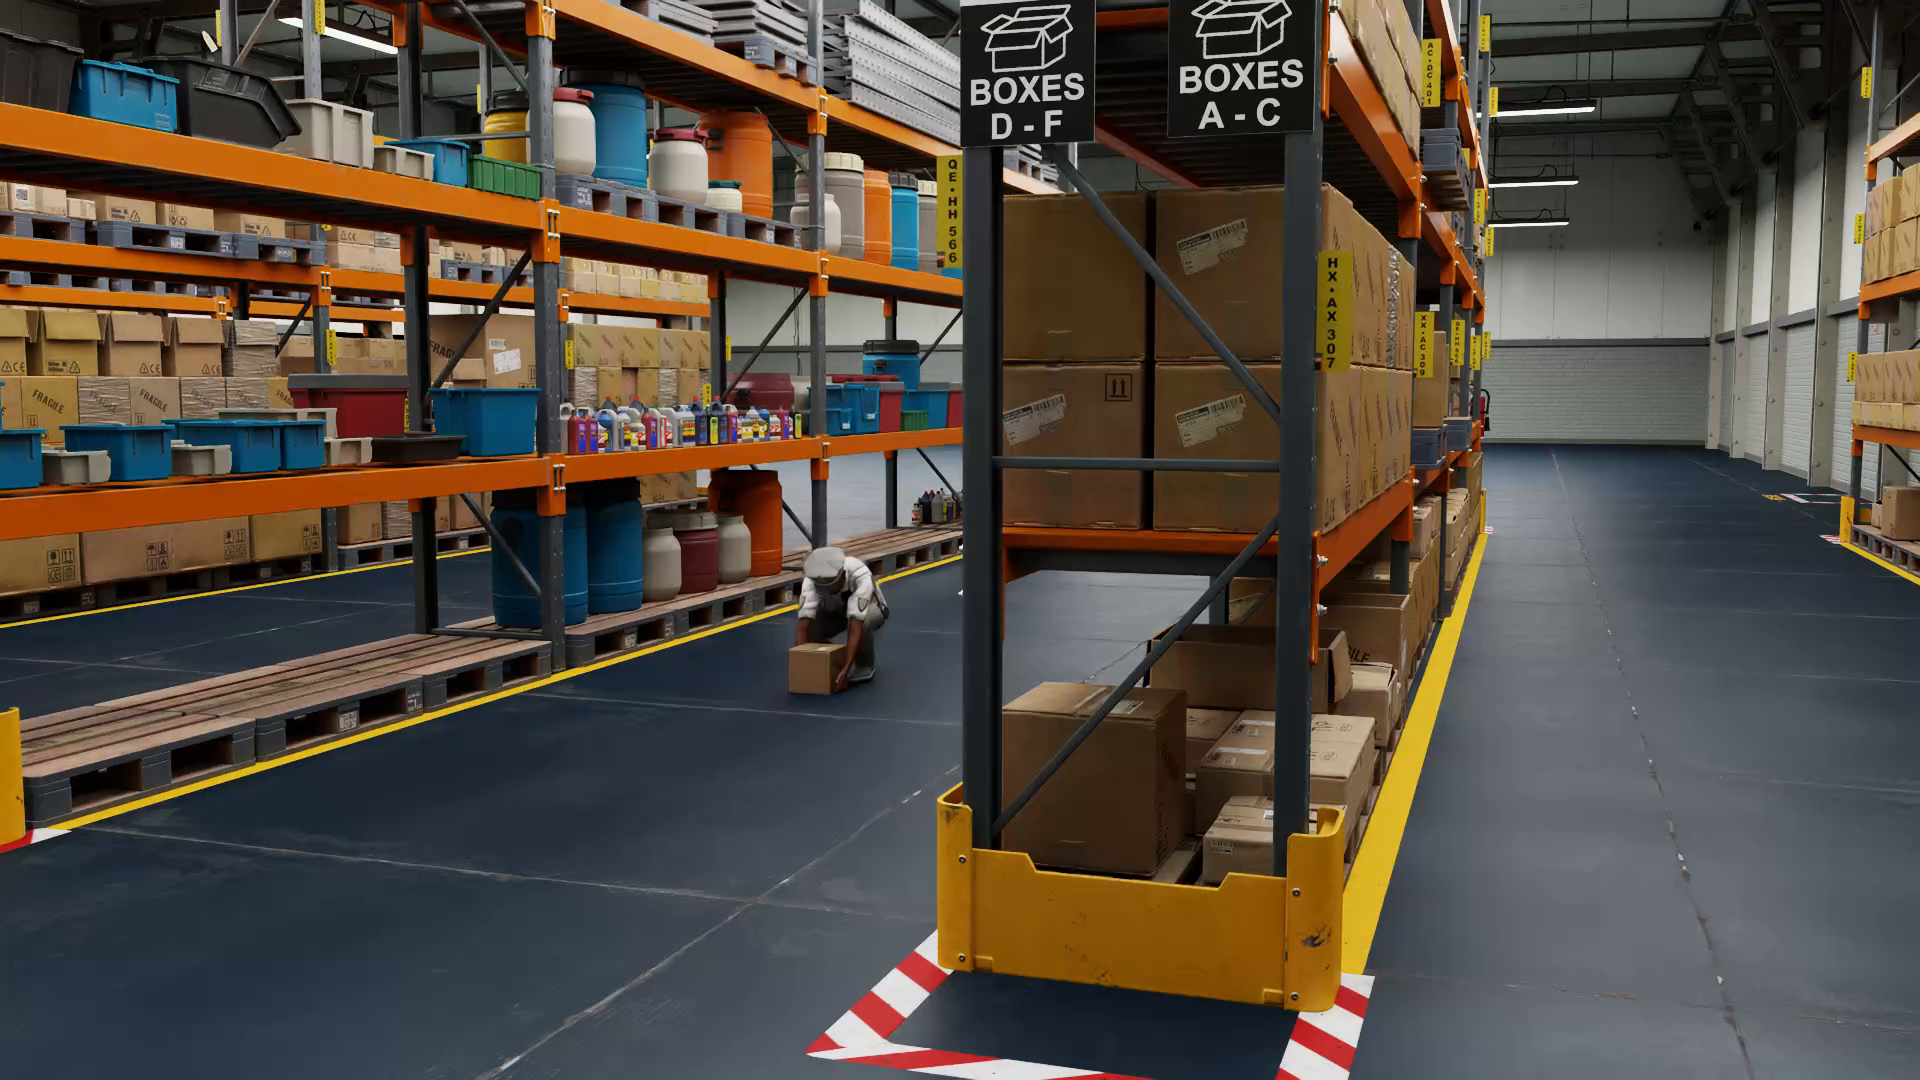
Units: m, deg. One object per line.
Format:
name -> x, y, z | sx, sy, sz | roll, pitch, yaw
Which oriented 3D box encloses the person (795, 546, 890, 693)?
person -> -0.709, 0.435, 9.755 | 0.476, 0.848, 0.870 | 2, 6, 19
